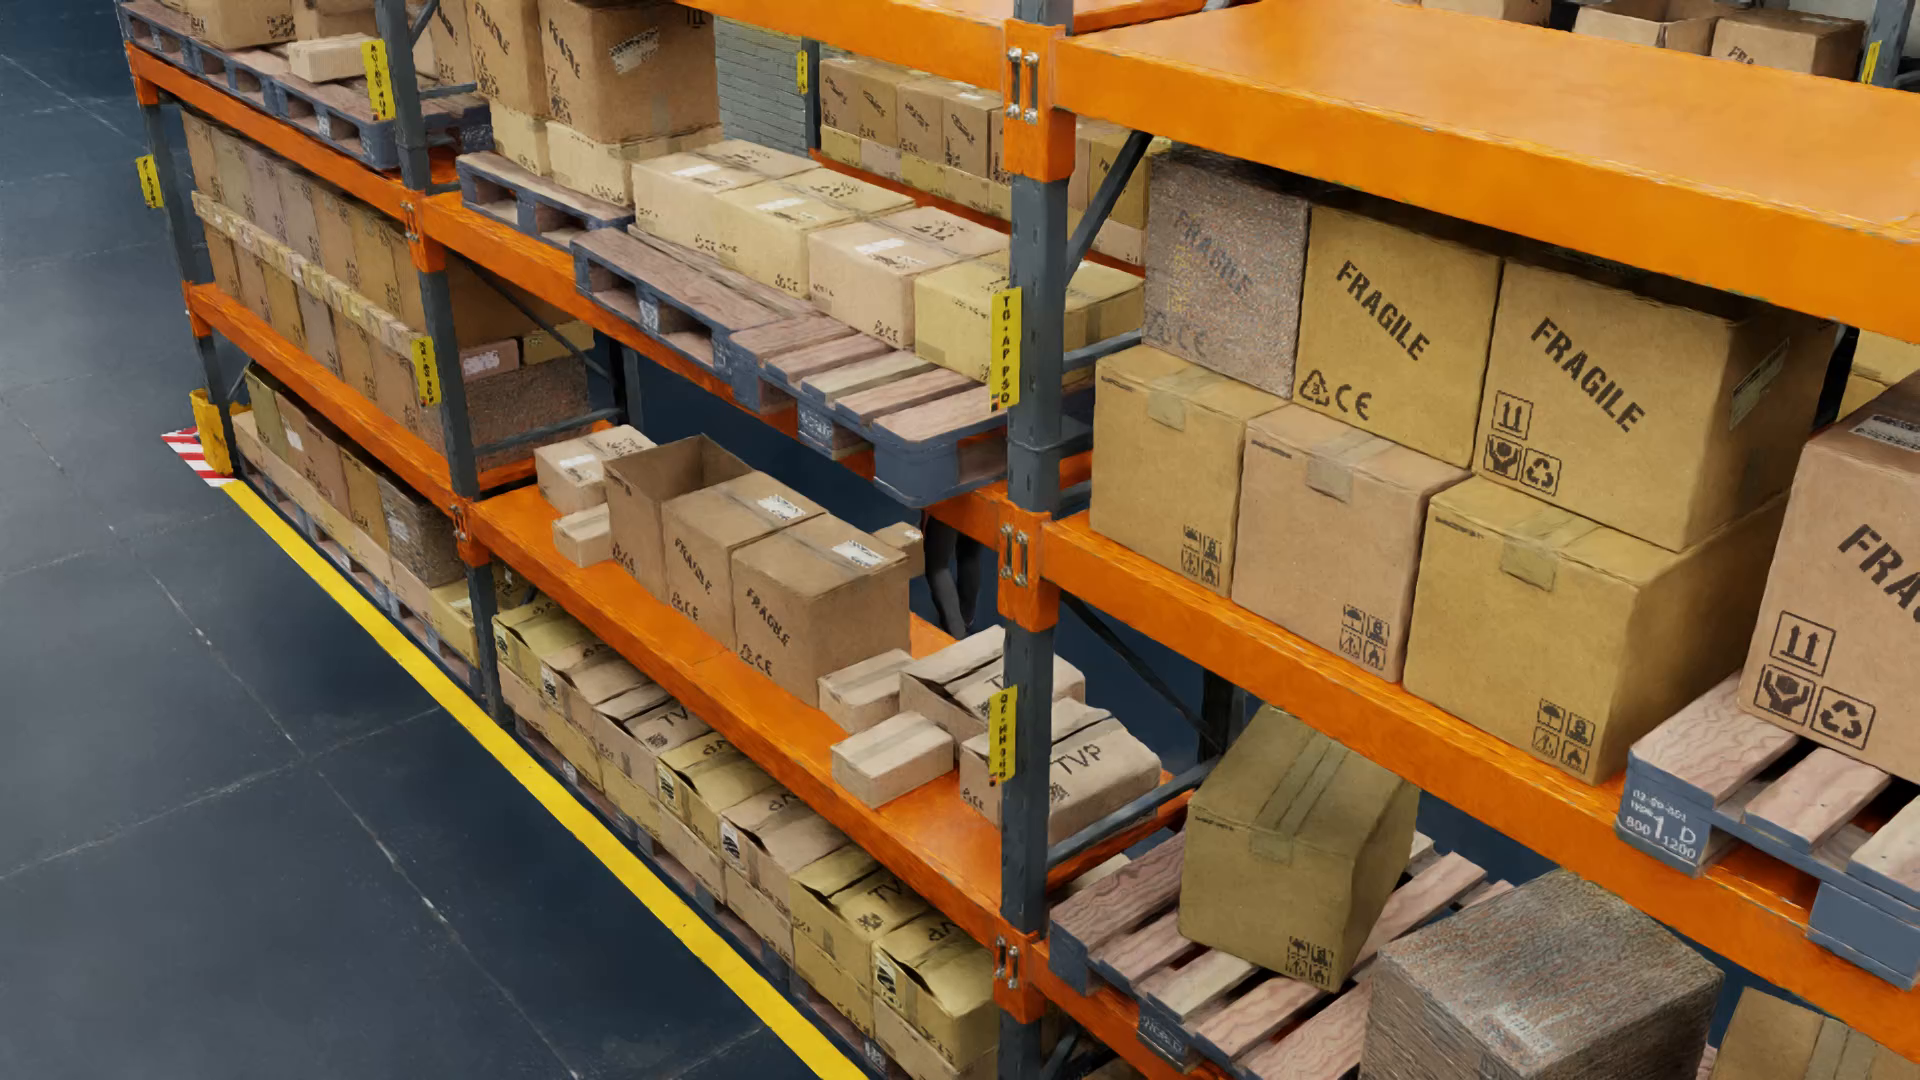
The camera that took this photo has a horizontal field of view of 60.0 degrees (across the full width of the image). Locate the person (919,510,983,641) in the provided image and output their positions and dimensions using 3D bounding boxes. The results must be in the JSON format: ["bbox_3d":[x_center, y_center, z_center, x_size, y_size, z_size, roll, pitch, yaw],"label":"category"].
[{"bbox_3d":[-0.010,-0.192,8.962,0.463,1.656,0.654,-12,31,-21],"label":"person"}]
